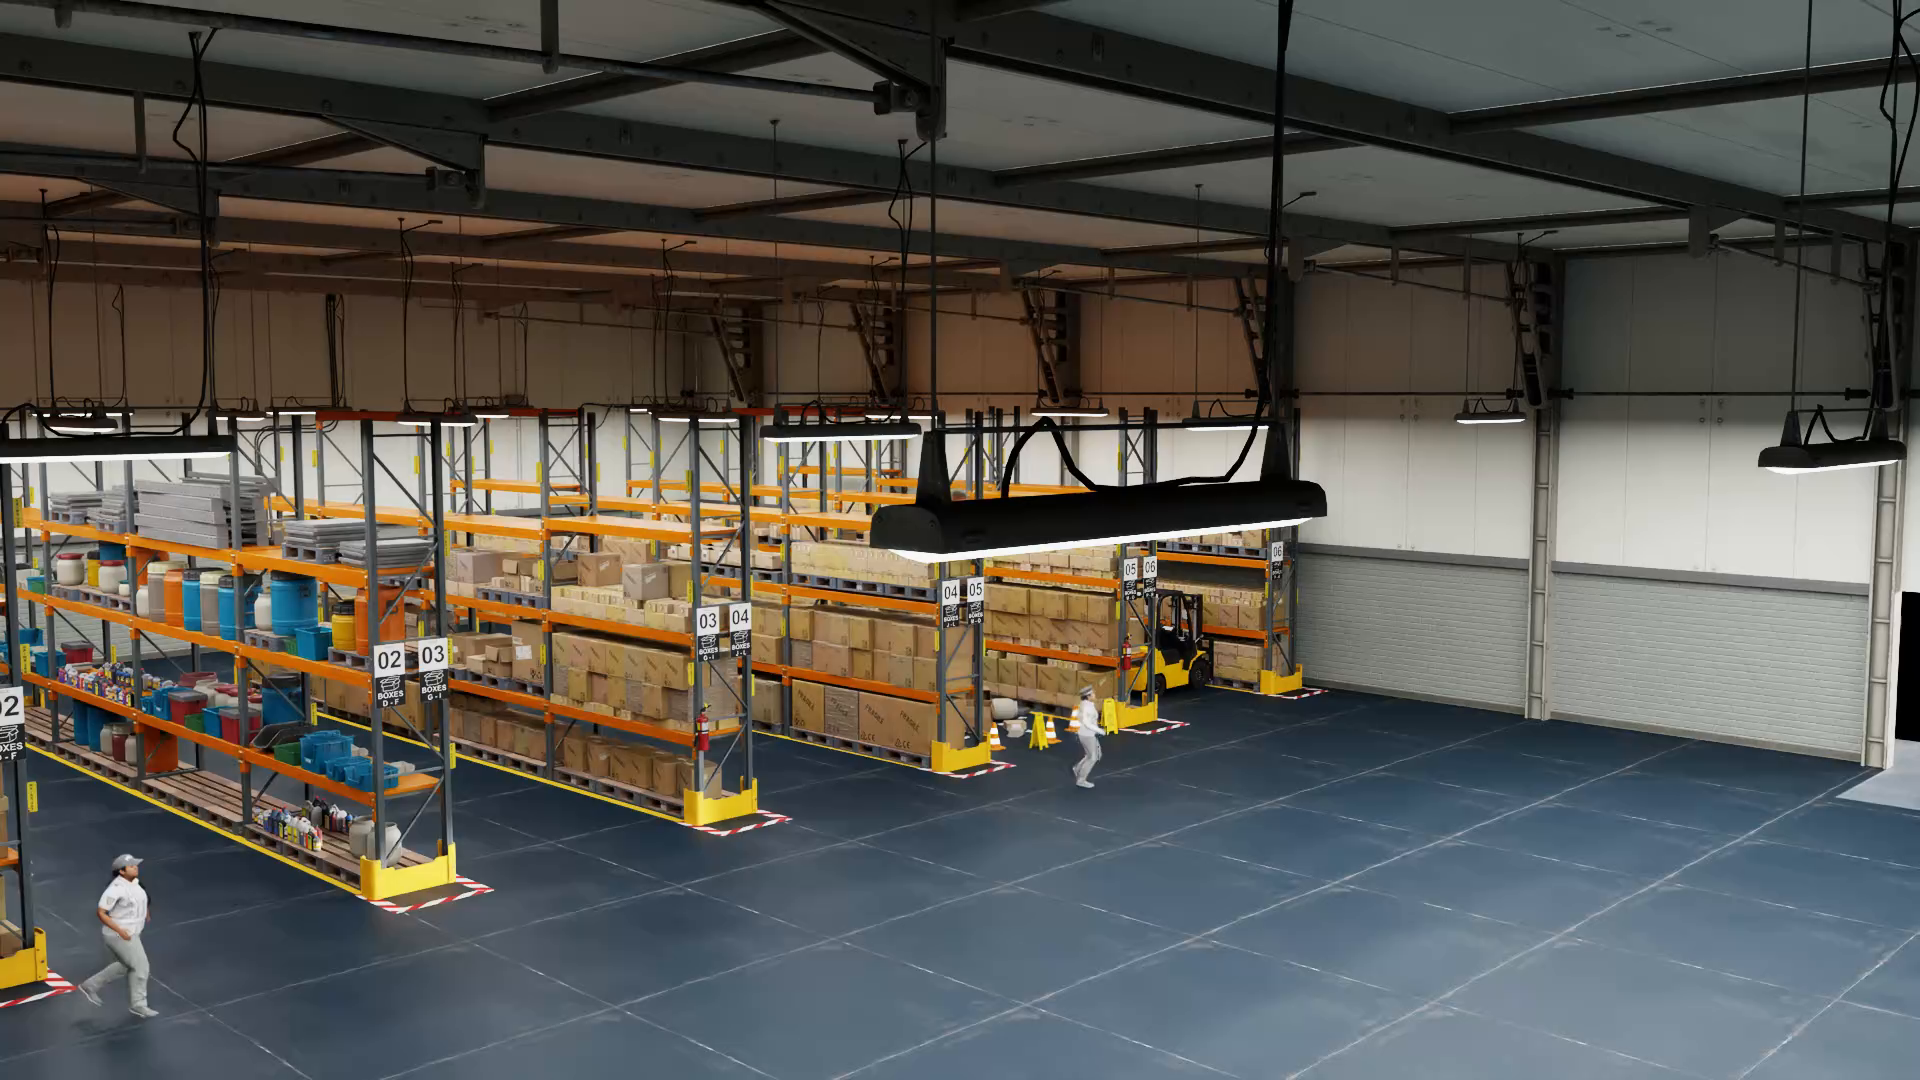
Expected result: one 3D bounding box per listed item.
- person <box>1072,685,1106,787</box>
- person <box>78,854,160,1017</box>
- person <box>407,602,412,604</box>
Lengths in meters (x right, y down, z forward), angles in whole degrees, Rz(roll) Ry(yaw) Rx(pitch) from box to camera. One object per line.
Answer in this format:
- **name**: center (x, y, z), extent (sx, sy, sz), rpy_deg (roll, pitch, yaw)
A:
- **person**: center (2.079, 3.140, 26.683), extent (0.518, 1.661, 0.638), rpy_deg (0, 5, 3)
- **person**: center (-8.568, 4.022, 16.894), extent (0.784, 1.693, 0.609), rpy_deg (-1, 5, -11)
- **person**: center (-12.748, 2.191, 38.286), extent (0.576, 1.541, 0.497), rpy_deg (-1, 5, -16)
